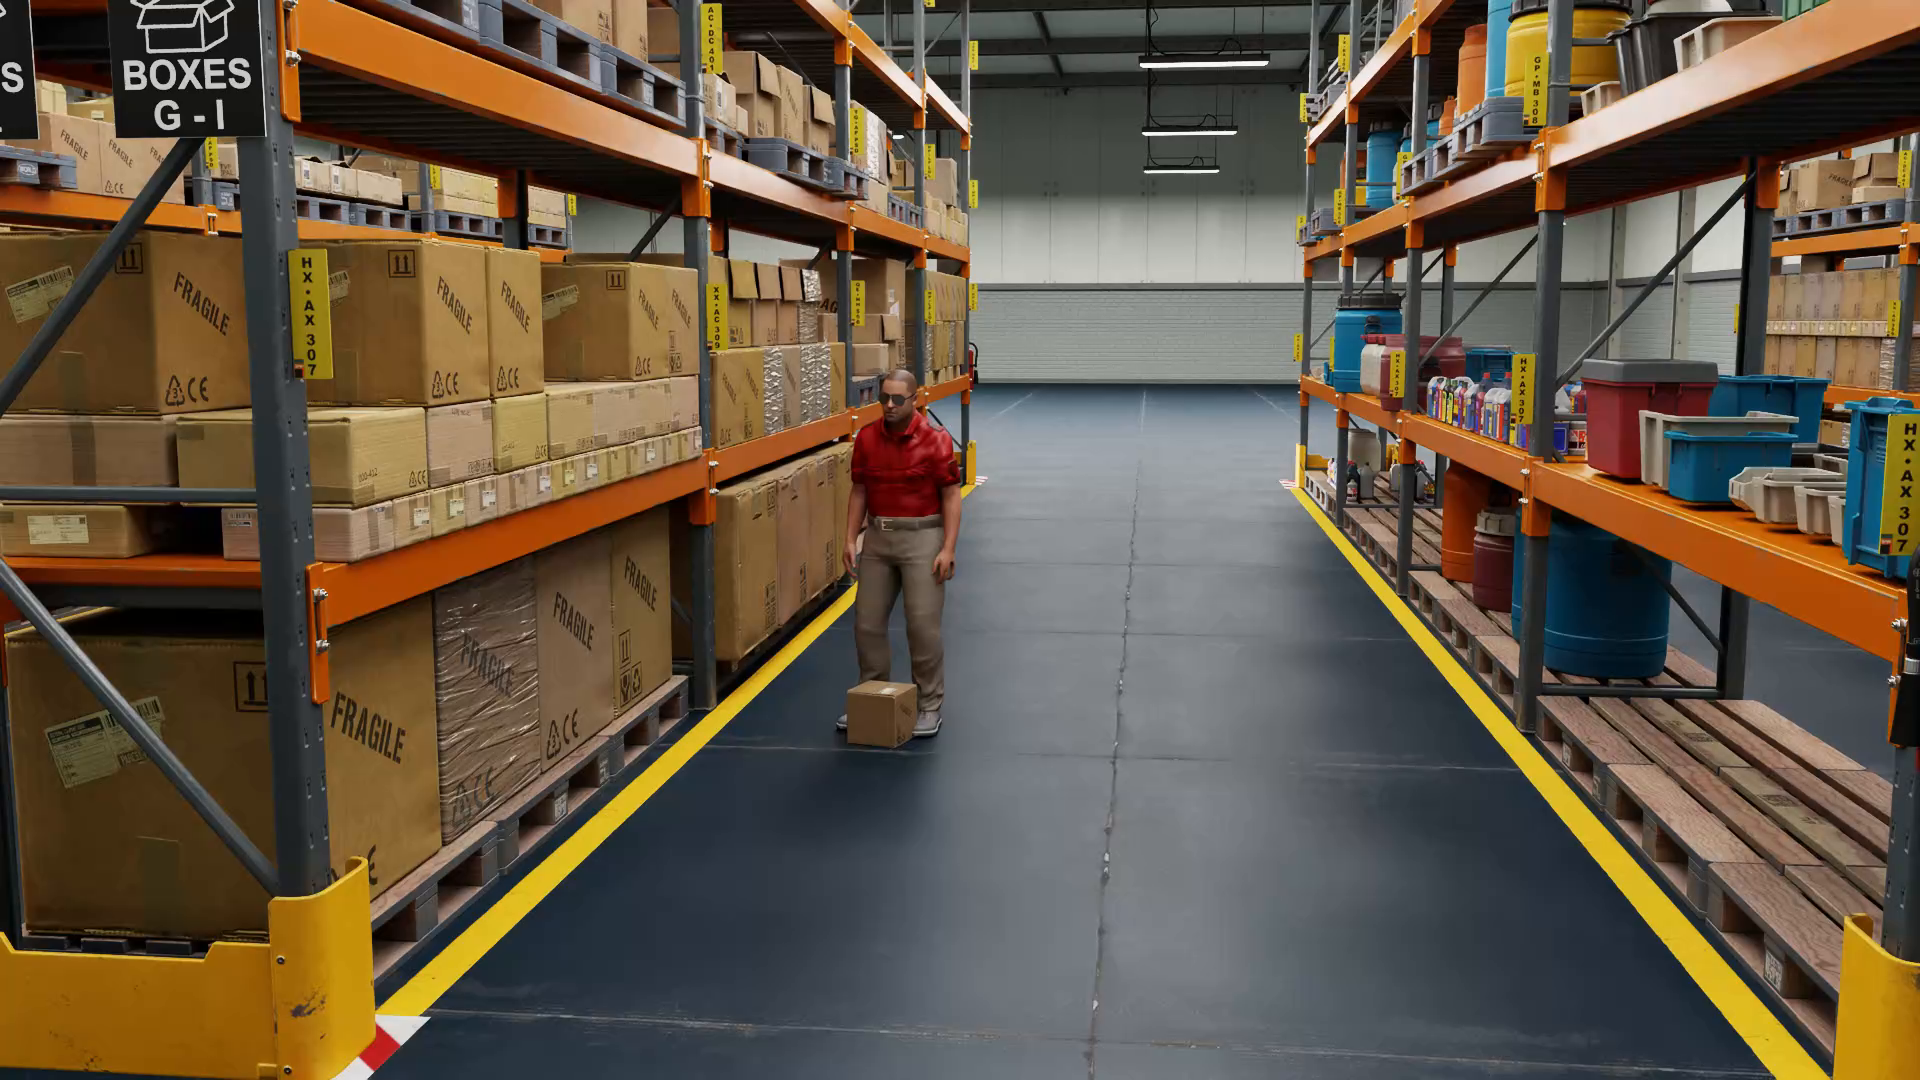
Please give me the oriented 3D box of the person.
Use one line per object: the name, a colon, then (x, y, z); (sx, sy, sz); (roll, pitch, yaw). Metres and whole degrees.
person: (-0.280, 0.052, 7.949); (0.585, 1.727, 0.392); (3, 8, 22)
